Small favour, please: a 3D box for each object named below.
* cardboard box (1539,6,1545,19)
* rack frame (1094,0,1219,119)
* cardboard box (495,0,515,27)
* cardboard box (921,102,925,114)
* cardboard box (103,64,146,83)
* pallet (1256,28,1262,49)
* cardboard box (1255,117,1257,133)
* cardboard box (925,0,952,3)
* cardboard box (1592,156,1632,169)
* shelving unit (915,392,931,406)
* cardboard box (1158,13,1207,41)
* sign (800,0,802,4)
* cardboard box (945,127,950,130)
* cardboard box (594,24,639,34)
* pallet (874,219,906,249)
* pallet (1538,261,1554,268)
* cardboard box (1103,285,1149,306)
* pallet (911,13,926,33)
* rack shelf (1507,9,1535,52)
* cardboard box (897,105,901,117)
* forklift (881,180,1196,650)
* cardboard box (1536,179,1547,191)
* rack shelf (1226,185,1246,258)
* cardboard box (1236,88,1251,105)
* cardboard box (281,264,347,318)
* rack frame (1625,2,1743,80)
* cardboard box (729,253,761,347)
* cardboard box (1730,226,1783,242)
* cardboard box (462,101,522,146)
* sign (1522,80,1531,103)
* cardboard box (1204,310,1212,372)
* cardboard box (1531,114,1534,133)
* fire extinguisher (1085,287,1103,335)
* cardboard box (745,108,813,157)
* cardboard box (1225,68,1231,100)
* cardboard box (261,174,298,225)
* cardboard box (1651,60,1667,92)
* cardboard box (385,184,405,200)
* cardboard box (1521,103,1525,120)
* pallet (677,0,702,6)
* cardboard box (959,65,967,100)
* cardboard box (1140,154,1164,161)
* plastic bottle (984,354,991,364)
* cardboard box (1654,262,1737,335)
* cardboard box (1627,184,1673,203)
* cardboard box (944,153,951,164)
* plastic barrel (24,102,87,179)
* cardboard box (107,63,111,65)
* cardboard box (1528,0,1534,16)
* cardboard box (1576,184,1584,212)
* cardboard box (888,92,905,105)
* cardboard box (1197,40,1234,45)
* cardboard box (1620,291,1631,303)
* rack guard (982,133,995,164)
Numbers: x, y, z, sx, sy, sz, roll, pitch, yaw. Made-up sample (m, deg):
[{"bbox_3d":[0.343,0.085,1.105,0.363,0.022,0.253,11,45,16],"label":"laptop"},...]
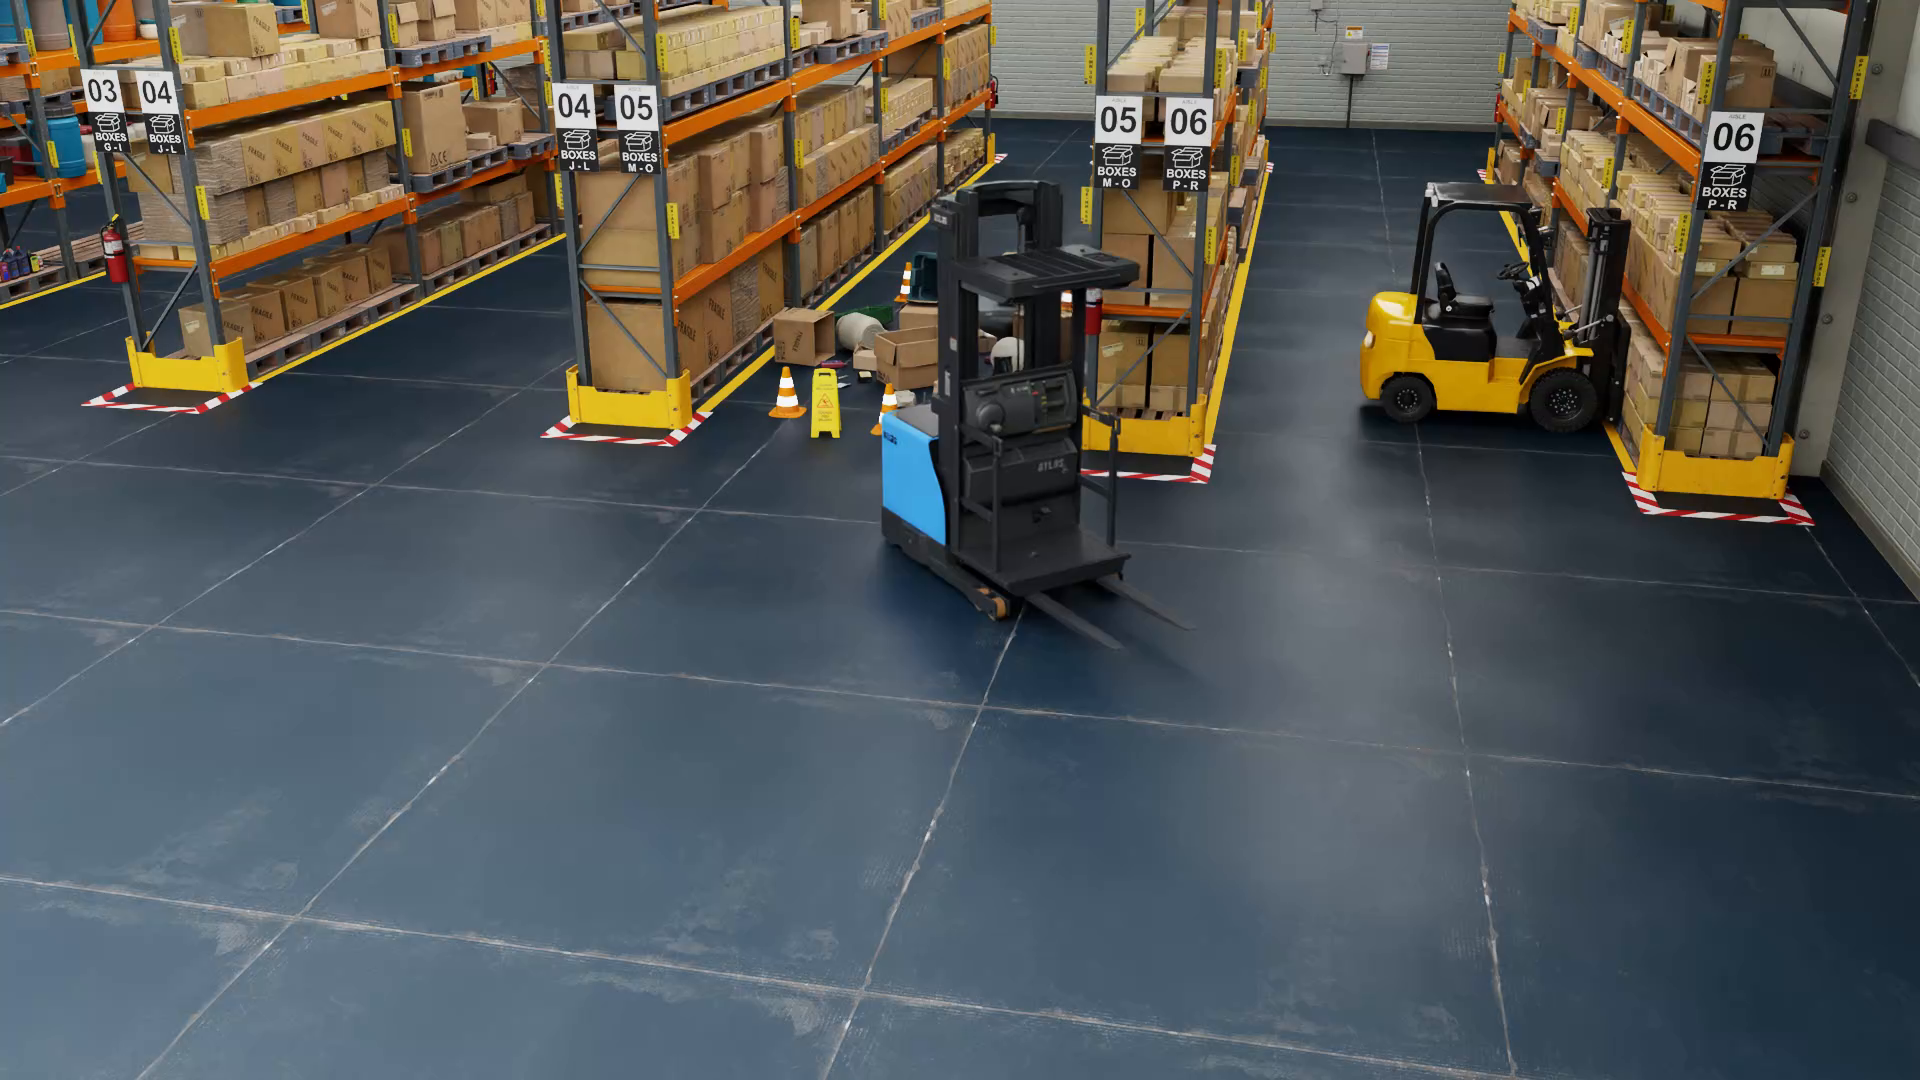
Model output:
[{"bbox_3d":[8.342,-7.397,23.330,0.380,0.149,0.250,5,22,12],"label":"cardboard box"},{"bbox_3d":[1.662,-5.009,13.746,1.000,3.000,0.127,4,22,11],"label":"rack frame"},{"bbox_3d":[-6.354,-7.195,22.386,0.500,0.500,0.500,4,22,11],"label":"cardboard box"},{"bbox_3d":[-0.749,-6.687,25.717,0.380,0.149,0.250,4,22,11],"label":"cardboard box"},{"bbox_3d":[-8.289,-4.614,16.446,0.380,0.149,0.250,4,22,11],"label":"cardboard box"},{"bbox_3d":[3.374,-6.695,22.201,1.213,0.211,1.003,6,23,13],"label":"pallet"},{"bbox_3d":[4.266,-6.362,25.336,0.500,0.250,0.500,4,22,10],"label":"cardboard box"},{"bbox_3d":[-0.423,-8.667,26.374,0.500,0.250,0.500,5,23,13],"label":"cardboard box"},{"bbox_3d":[7.422,-4.271,18.941,0.380,0.149,0.250,5,22,11],"label":"cardboard box"},{"bbox_3d":[-0.231,-0.668,13.606,0.215,1.050,0.252,6,23,14],"label":"shelving unit"},{"bbox_3d":[2.471,-5.659,18.345,0.500,0.250,0.500,5,22,12],"label":"cardboard box"},{"bbox_3d":[-2.103,-7.166,22.424,0.100,0.325,0.005,4,22,11],"label":"sign"},{"bbox_3d":[-0.379,-7.401,30.172,0.380,0.149,0.250,3,22,8],"label":"cardboard box"},{"bbox_3d":[-3.312,-4.881,16.017,0.380,0.149,0.250,5,22,12],"label":"cardboard box"},{"bbox_3d":[-1.411,-4.485,24.206,1.003,0.211,1.213,4,22,11],"label":"pallet"},{"bbox_3d":[8.344,-3.752,22.387,1.003,0.211,1.213,4,22,11],"label":"pallet"},{"bbox_3d":[1.529,-2.263,15.293,0.380,0.149,0.250,5,23,13],"label":"cardboard box"},{"bbox_3d":[-1.195,-7.662,24.600,1.213,0.211,1.003,4,22,11],"label":"pallet"},{"bbox_3d":[9.378,-8.027,26.217,1.077,0.370,4.000,4,22,11],"label":"rack shelf"},{"bbox_3d":[-1.070,-6.251,24.235,0.380,0.149,0.250,4,22,11],"label":"cardboard box"},{"bbox_3d":[0.550,-0.980,11.863,1.130,2.935,3.031,-12,25,-28],"label":"forklift"},{"bbox_3d":[8.485,-5.071,23.846,0.380,0.149,0.250,4,22,11],"label":"cardboard box"},{"bbox_3d":[2.886,-4.087,20.449,1.077,0.370,4.000,4,22,11],"label":"rack shelf"},{"bbox_3d":[3.634,-5.824,22.327,0.500,0.500,0.500,4,22,9],"label":"cardboard box"},{"bbox_3d":[-7.504,-2.894,19.307,0.500,0.500,0.500,2,22,6],"label":"cardboard box"},{"bbox_3d":[7.338,-6.095,16.442,1.000,3.000,0.127,4,22,11],"label":"rack frame"},{"bbox_3d":[-2.766,-2.684,18.285,0.875,0.875,0.875,5,22,11],"label":"cardboard box"},{"bbox_3d":[6.926,-2.632,14.473,0.380,0.149,0.250,5,22,12],"label":"cardboard box"},{"bbox_3d":[-6.494,-5.736,22.886,0.700,0.500,0.500,8,23,19],"label":"cardboard box"},{"bbox_3d":[8.438,-6.678,24.761,0.100,0.325,0.005,4,22,11],"label":"sign"},{"bbox_3d":[2.204,-1.968,16.339,0.500,0.500,0.500,4,22,9],"label":"cardboard box"},{"bbox_3d":[8.311,-5.892,23.585,0.396,0.266,0.258,6,23,14],"label":"cardboard box"},{"bbox_3d":[1.187,-2.184,14.864,0.296,0.674,0.183,4,22,11],"label":"fire extinguisher"},{"bbox_3d":[-2.190,-4.910,20.058,0.700,0.500,0.500,4,22,10],"label":"cardboard box"},{"bbox_3d":[2.342,-4.410,16.075,0.500,0.250,0.500,5,22,12],"label":"cardboard box"},{"bbox_3d":[-7.772,-3.737,18.085,0.875,0.500,0.500,4,22,11],"label":"cardboard box"},{"bbox_3d":[6.738,-4.363,15.640,0.396,0.266,0.258,4,22,10],"label":"cardboard box"},{"bbox_3d":[-6.980,-4.227,20.170,0.380,0.149,0.250,4,22,11],"label":"cardboard box"},{"bbox_3d":[8.836,-6.511,25.308,0.500,0.250,0.500,5,22,12],"label":"cardboard box"},{"bbox_3d":[-5.163,-9.464,28.941,1.003,0.211,1.213,4,22,11],"label":"pallet"},{"bbox_3d":[-0.176,-7.665,27.837,0.500,0.500,0.500,4,22,10],"label":"cardboard box"},{"bbox_3d":[1.666,-3.457,16.051,0.700,0.500,0.500,4,22,10],"label":"cardboard box"},{"bbox_3d":[0.379,-1.997,18.231,0.133,0.061,0.283,8,23,20],"label":"plastic bottle"},{"bbox_3d":[6.365,-2.096,14.408,0.500,0.500,0.500,4,22,10],"label":"cardboard box"},{"bbox_3d":[6.821,-3.421,16.431,0.380,0.149,0.250,5,22,12],"label":"cardboard box"},{"bbox_3d":[-0.369,-6.310,27.464,0.380,0.149,0.250,6,23,14],"label":"cardboard box"},{"bbox_3d":[-11.697,-5.173,21.512,0.600,0.901,0.708,4,22,11],"label":"plastic barrel"},{"bbox_3d":[-14.918,-8.339,29.910,0.500,0.500,0.500,5,22,12],"label":"cardboard box"},{"bbox_3d":[8.919,-8.084,25.199,0.500,0.250,0.500,4,22,9],"label":"cardboard box"},{"bbox_3d":[7.511,-4.000,19.471,0.500,0.250,0.500,5,23,13],"label":"cardboard box"},{"bbox_3d":[-1.022,-6.482,24.410,0.380,0.149,0.250,5,23,13],"label":"cardboard box"},{"bbox_3d":[2.649,-5.100,17.256,0.380,0.149,0.250,4,22,10],"label":"cardboard box"},{"bbox_3d":[6.818,-2.356,16.969,0.500,0.250,0.500,4,22,11],"label":"cardboard box"},{"bbox_3d":[0.045,-7.231,30.639,1.175,0.500,0.348,4,22,11],"label":"rack guard"}]
